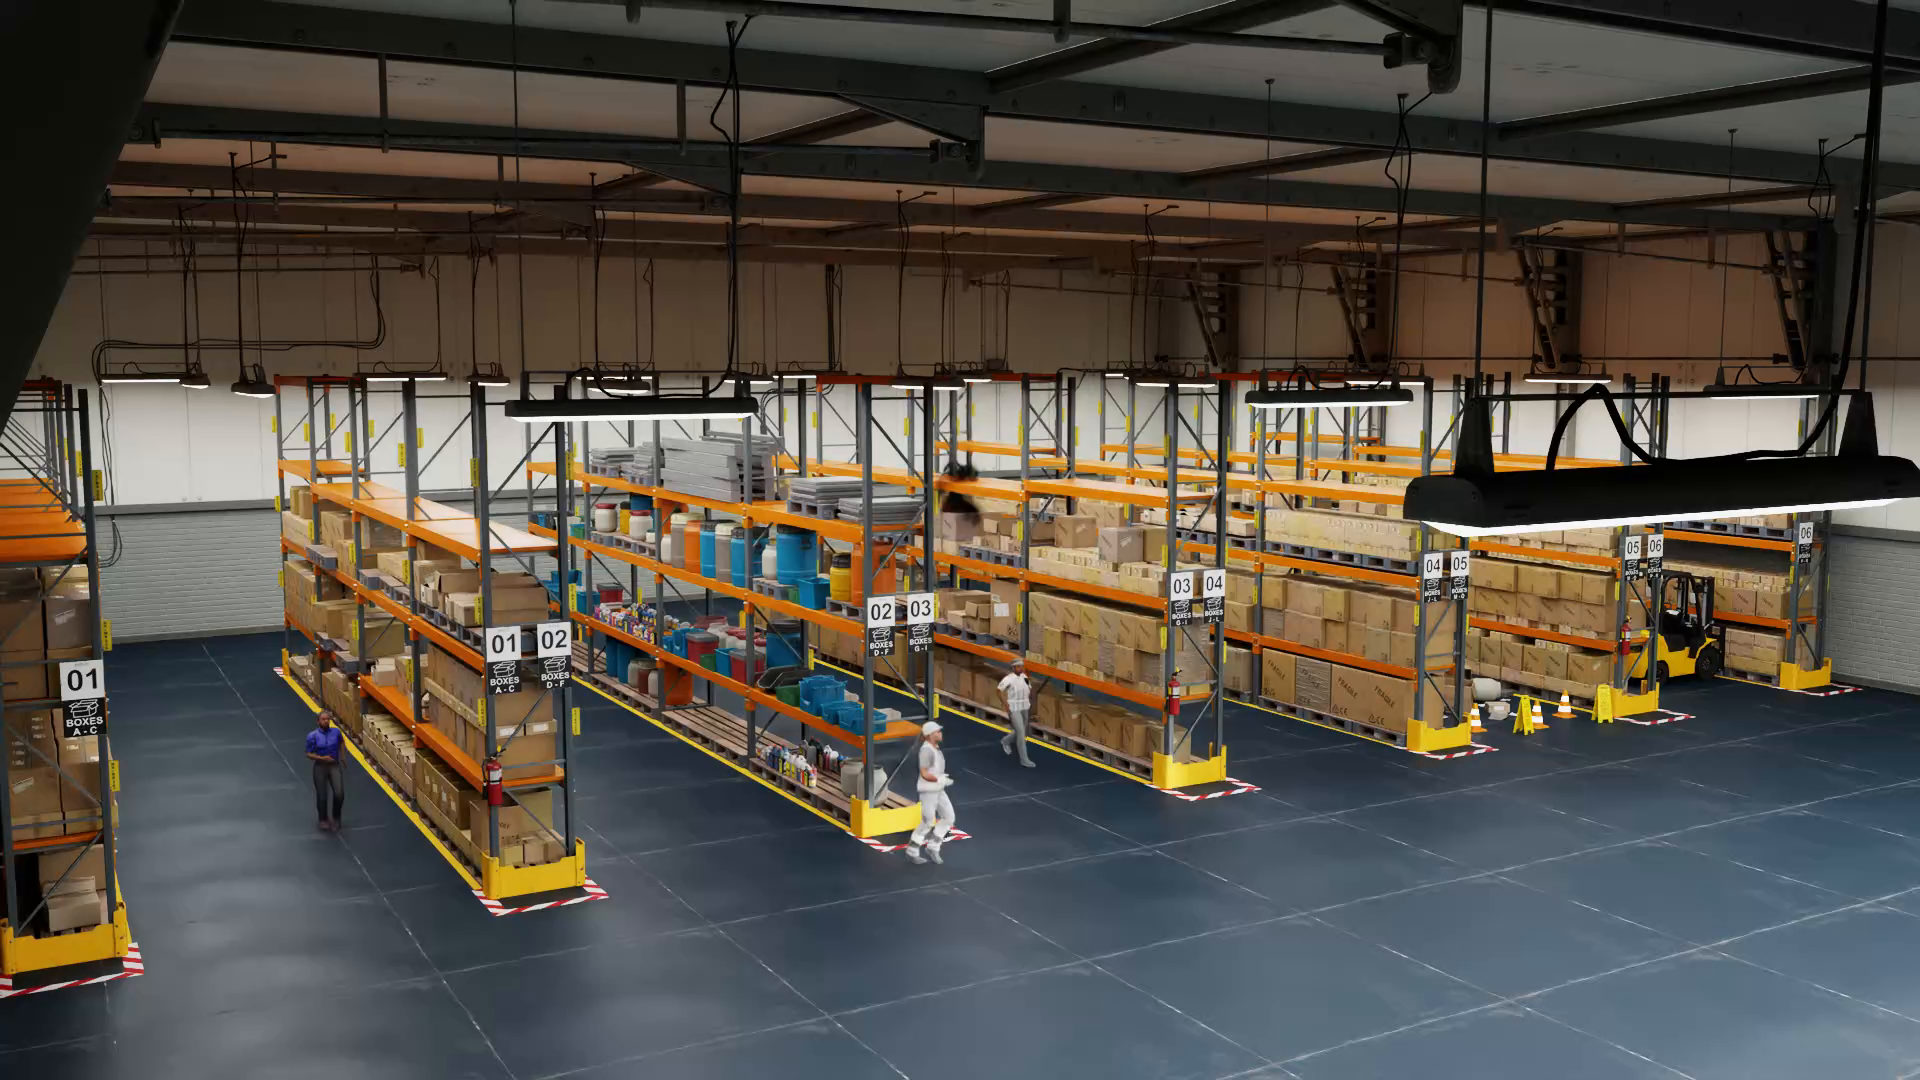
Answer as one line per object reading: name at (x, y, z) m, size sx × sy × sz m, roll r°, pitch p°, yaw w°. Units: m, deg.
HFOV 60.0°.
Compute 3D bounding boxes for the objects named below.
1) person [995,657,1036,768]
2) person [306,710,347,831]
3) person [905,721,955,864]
person at (0.891, 2.646, 25.932) m, size 0.583 × 1.674 × 0.899 m, roll -5°, pitch 8°, yaw -39°
person at (-8.427, 3.093, 22.191) m, size 0.544 × 1.625 × 0.651 m, roll -4°, pitch 7°, yaw -32°
person at (-0.352, 3.182, 20.880) m, size 0.615 × 1.834 × 0.714 m, roll 1°, pitch 6°, yaw 13°
